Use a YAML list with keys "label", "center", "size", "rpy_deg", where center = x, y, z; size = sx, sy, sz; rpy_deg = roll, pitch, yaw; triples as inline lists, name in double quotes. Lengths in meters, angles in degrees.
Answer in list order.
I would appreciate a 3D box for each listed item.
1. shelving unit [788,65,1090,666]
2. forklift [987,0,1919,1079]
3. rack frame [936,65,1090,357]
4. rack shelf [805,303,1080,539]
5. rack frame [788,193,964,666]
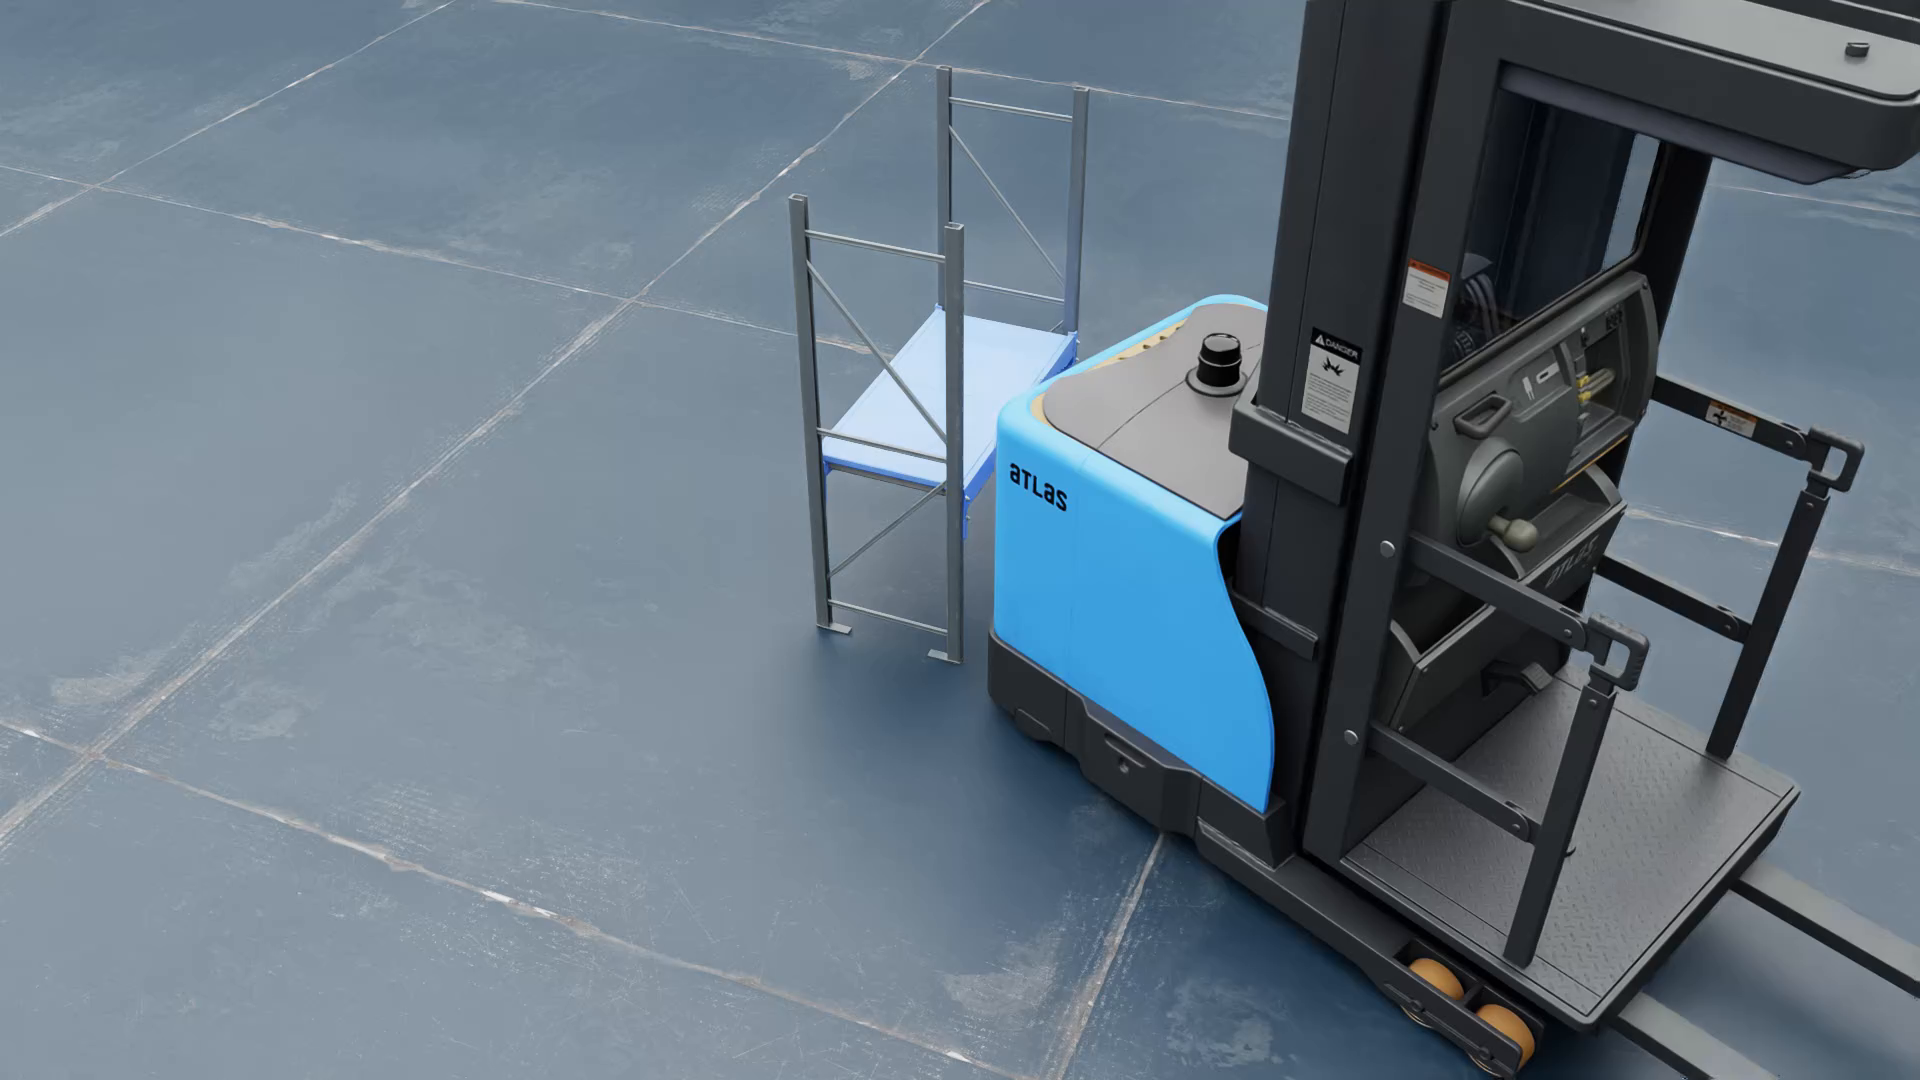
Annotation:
- label: "shelving unit"
  center: [-0.032, -0.553, 5.238]
  size: [0.538, 1.500, 1.048]
  rpy_deg: [14, 39, 18]
- label: "forklift"
  center: [1.464, -0.233, 3.614]
  size: [1.130, 2.935, 3.031]
  rpy_deg: [-30, 46, -34]
- label: "rack frame"
  center: [0.161, -0.835, 5.614]
  size: [0.500, 1.500, 0.032]
  rpy_deg: [14, 39, 18]
- label: "rack shelf"
  center: [-0.032, -0.409, 5.345]
  size: [0.538, 0.185, 1.000]
  rpy_deg: [14, 39, 18]
- label: "rack frame"
  center: [-0.226, -0.272, 4.861]
  size: [0.500, 1.500, 0.032]
  rpy_deg: [14, 39, 18]
